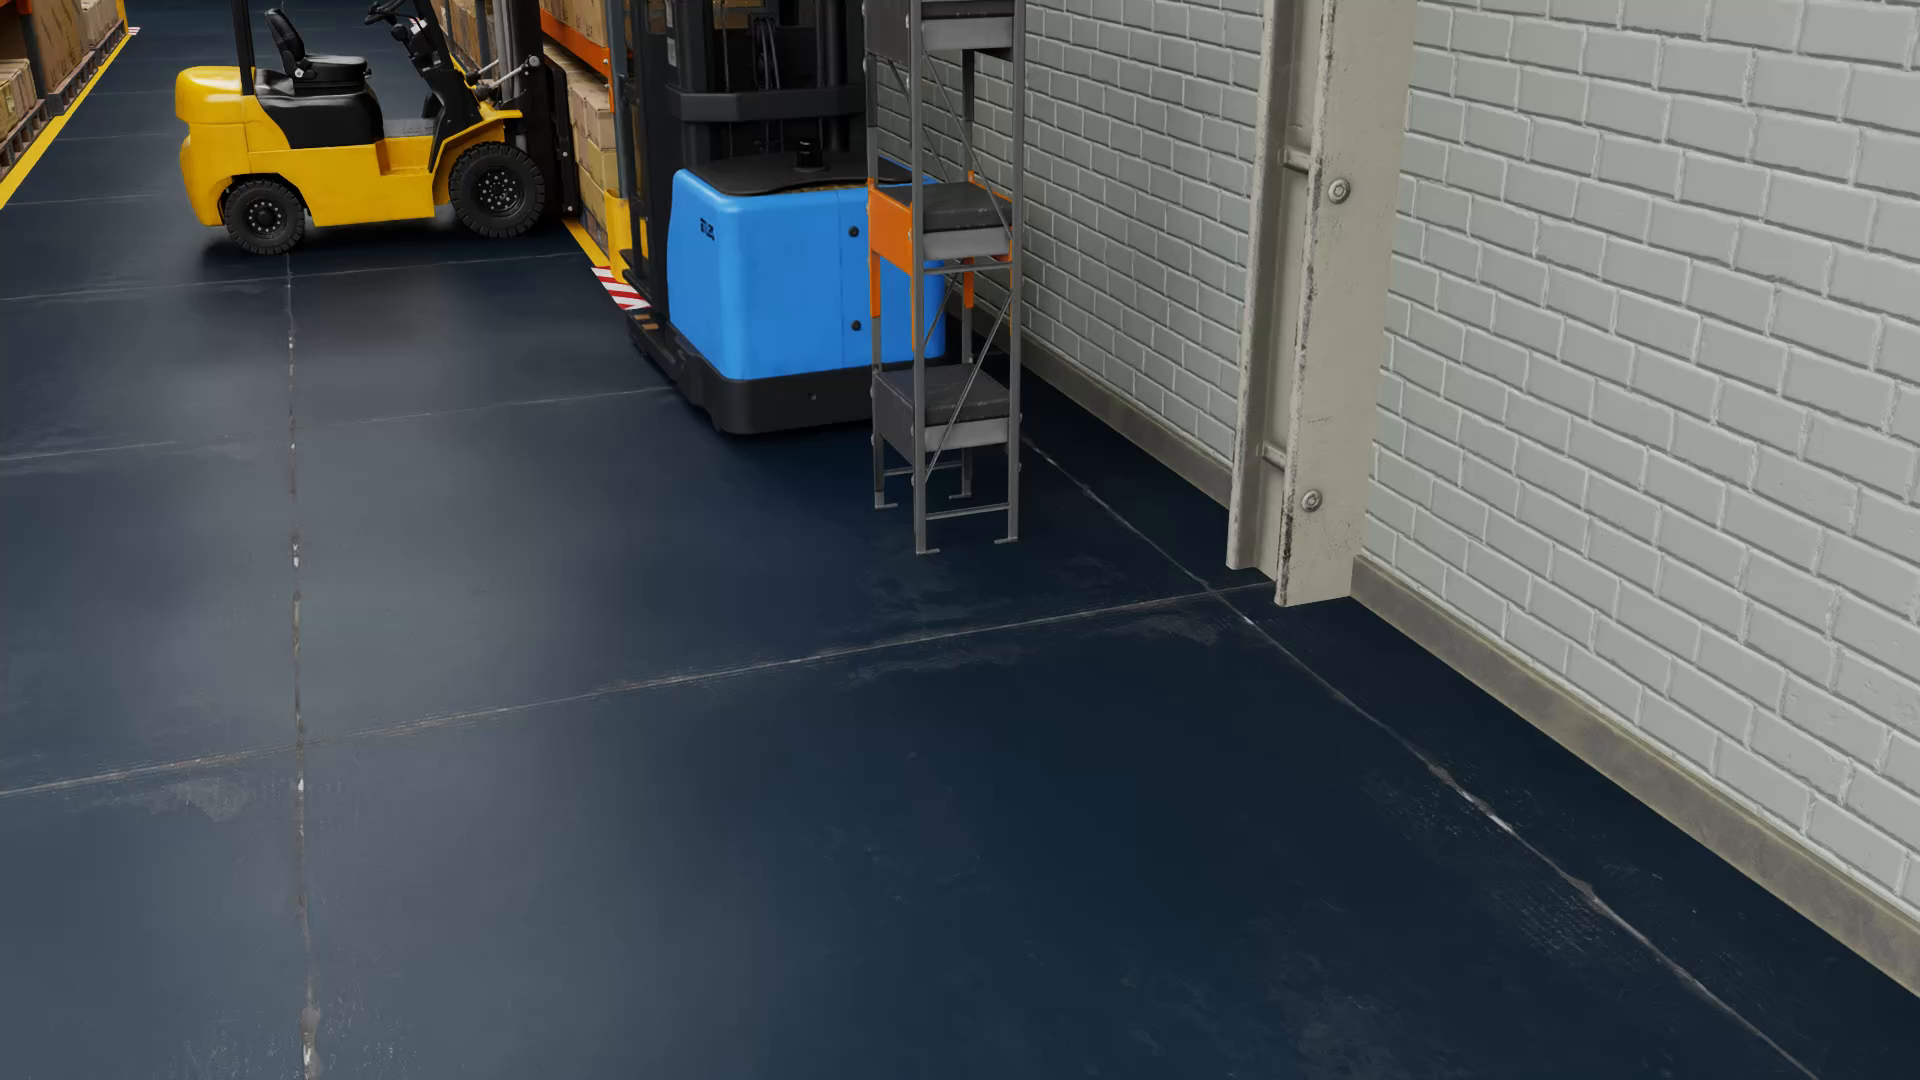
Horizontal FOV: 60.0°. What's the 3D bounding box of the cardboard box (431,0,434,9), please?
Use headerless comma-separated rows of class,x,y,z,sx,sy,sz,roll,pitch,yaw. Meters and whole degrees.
cardboard box,-6.798,-7.352,22.509,0.700,0.500,0.500,-7,24,-17

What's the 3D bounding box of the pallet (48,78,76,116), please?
pallet,-9.216,-4.284,16.143,1.003,0.211,1.213,-8,24,-19

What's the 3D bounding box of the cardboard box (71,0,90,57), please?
cardboard box,-10.127,-5.726,18.169,0.875,0.875,0.875,-8,24,-17

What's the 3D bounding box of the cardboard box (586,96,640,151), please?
cardboard box,-1.994,-2.560,10.174,0.500,0.250,0.500,-8,24,-17

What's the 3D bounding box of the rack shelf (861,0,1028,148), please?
rack shelf,-0.059,-1.660,5.718,0.431,0.518,0.480,-8,24,-19

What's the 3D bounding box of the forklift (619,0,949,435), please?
forklift,-1.084,-2.344,8.038,1.130,2.935,3.031,-9,25,-21

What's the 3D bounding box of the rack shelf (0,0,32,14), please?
rack shelf,-8.301,-4.214,13.313,1.077,0.370,4.000,-8,24,-19

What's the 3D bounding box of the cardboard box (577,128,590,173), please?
cardboard box,-2.171,-2.523,10.729,0.500,0.250,0.500,-9,24,-20

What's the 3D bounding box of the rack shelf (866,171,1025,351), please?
rack shelf,-0.059,-1.015,5.990,0.431,0.518,0.480,-8,24,-19

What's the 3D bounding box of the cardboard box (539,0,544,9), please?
cardboard box,-2.840,-4.164,12.138,0.500,0.500,0.500,-8,24,-18

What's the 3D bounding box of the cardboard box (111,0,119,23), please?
cardboard box,-11.507,-6.966,21.674,0.875,0.438,0.875,-9,25,-21

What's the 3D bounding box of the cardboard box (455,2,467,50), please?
cardboard box,-5.448,-5.869,18.991,0.500,0.500,0.500,-9,25,-21

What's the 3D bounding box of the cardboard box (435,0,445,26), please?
cardboard box,-6.432,-6.975,21.615,0.700,0.500,0.500,-9,25,-21

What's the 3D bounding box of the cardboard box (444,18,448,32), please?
cardboard box,-6.250,-6.450,20.822,0.380,0.149,0.250,-9,25,-21

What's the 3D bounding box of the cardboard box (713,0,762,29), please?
cardboard box,-1.454,-3.312,10.118,0.500,0.500,0.500,-8,24,-17

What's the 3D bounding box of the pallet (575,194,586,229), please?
pallet,-2.276,-2.478,11.857,1.003,0.211,1.213,-8,24,-19

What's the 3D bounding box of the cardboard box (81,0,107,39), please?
cardboard box,-10.859,-6.307,20.110,0.875,0.438,0.875,-9,25,-21

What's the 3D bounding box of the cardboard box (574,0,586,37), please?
cardboard box,-2.133,-3.427,10.390,0.500,0.500,0.500,-8,24,-17

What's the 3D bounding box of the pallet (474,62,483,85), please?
pallet,-4.594,-4.946,17.714,1.003,0.211,1.213,-8,24,-19

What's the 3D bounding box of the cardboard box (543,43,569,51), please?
cardboard box,-3.075,-3.670,12.807,0.500,0.250,0.500,-9,24,-20

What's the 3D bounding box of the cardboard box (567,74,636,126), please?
cardboard box,-2.367,-2.927,11.044,0.500,0.250,0.500,-8,24,-18

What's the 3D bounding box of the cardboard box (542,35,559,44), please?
cardboard box,-3.414,-4.072,14.566,0.875,0.625,0.625,-9,24,-20

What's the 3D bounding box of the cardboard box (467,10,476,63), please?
cardboard box,-5.070,-5.494,18.100,0.500,0.500,0.500,-7,24,-17

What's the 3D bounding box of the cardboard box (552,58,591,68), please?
cardboard box,-2.717,-3.304,11.938,0.500,0.250,0.500,-7,24,-17

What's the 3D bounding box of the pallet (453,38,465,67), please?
pallet,-5.456,-5.833,19.818,1.003,0.211,1.213,-8,24,-19

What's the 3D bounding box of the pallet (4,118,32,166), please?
pallet,-8.306,-3.261,13.715,1.003,0.211,1.213,-8,24,-19

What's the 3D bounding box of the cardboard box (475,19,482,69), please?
cardboard box,-4.716,-5.121,17.215,0.500,0.500,0.500,-8,24,-17

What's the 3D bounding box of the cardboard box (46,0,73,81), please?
cardboard box,-9.485,-5.074,16.621,0.875,0.875,0.875,-8,24,-18

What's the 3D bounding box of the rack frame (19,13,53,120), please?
rack frame,-9.008,-5.273,14.898,1.000,3.000,0.127,-8,24,-19

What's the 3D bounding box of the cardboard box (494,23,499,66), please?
cardboard box,-3.920,-4.589,15.793,0.875,0.625,0.625,-8,24,-17

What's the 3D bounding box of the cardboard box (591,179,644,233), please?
cardboard box,-2.001,-2.102,10.375,0.500,0.250,0.500,-8,24,-19

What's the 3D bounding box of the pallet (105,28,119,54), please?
pallet,-11.051,-6.172,20.622,1.003,0.211,1.213,-8,24,-19

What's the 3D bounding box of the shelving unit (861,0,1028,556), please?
shelving unit,-0.059,-1.028,5.985,0.431,2.100,0.503,-8,24,-19

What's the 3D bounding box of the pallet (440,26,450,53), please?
pallet,-6.020,-6.373,21.099,1.003,0.211,1.213,-8,24,-19

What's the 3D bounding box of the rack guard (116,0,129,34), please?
rack guard,-11.842,-7.036,22.300,1.175,0.500,0.348,-8,24,-19

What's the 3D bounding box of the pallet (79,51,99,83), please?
pallet,-10.078,-5.171,18.247,1.003,0.211,1.213,-8,24,-19

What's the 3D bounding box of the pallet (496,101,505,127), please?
pallet,-3.684,-3.923,15.286,1.003,0.211,1.213,-8,24,-19

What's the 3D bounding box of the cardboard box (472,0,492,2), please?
cardboard box,-4.954,-5.637,17.604,0.380,0.149,0.250,-9,25,-21

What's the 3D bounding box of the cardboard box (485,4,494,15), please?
cardboard box,-4.777,-5.440,17.138,0.380,0.149,0.250,-10,25,-22

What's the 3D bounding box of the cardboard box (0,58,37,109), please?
cardboard box,-8.817,-4.049,14.836,0.950,0.372,0.625,-10,25,-23

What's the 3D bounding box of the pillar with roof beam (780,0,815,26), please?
pillar with roof beam,-4.969,-5.599,7.947,9.100,9.000,0.400,-8,24,-19

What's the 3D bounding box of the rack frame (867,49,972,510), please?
rack frame,-0.145,-1.116,6.195,0.400,2.100,0.015,-8,24,-19

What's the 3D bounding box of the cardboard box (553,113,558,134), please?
cardboard box,-2.546,-2.890,11.600,0.500,0.250,0.500,-8,24,-19

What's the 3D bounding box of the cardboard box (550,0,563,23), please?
cardboard box,-2.502,-3.794,11.261,0.500,0.500,0.500,-8,24,-19

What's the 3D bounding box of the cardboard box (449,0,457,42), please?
cardboard box,-5.818,-6.243,19.879,0.500,0.500,0.500,-7,24,-17

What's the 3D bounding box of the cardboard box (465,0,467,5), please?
cardboard box,-5.381,-6.116,18.742,0.380,0.149,0.250,-7,24,-17

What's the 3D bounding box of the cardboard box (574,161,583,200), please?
cardboard box,-2.336,-2.467,11.241,0.500,0.250,0.500,-8,24,-18

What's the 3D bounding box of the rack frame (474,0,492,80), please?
rack frame,-4.365,-5.955,16.517,1.000,3.000,0.127,-8,24,-19

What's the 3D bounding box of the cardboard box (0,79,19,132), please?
cardboard box,-8.287,-3.505,13.547,0.950,0.372,0.625,-8,24,-17
